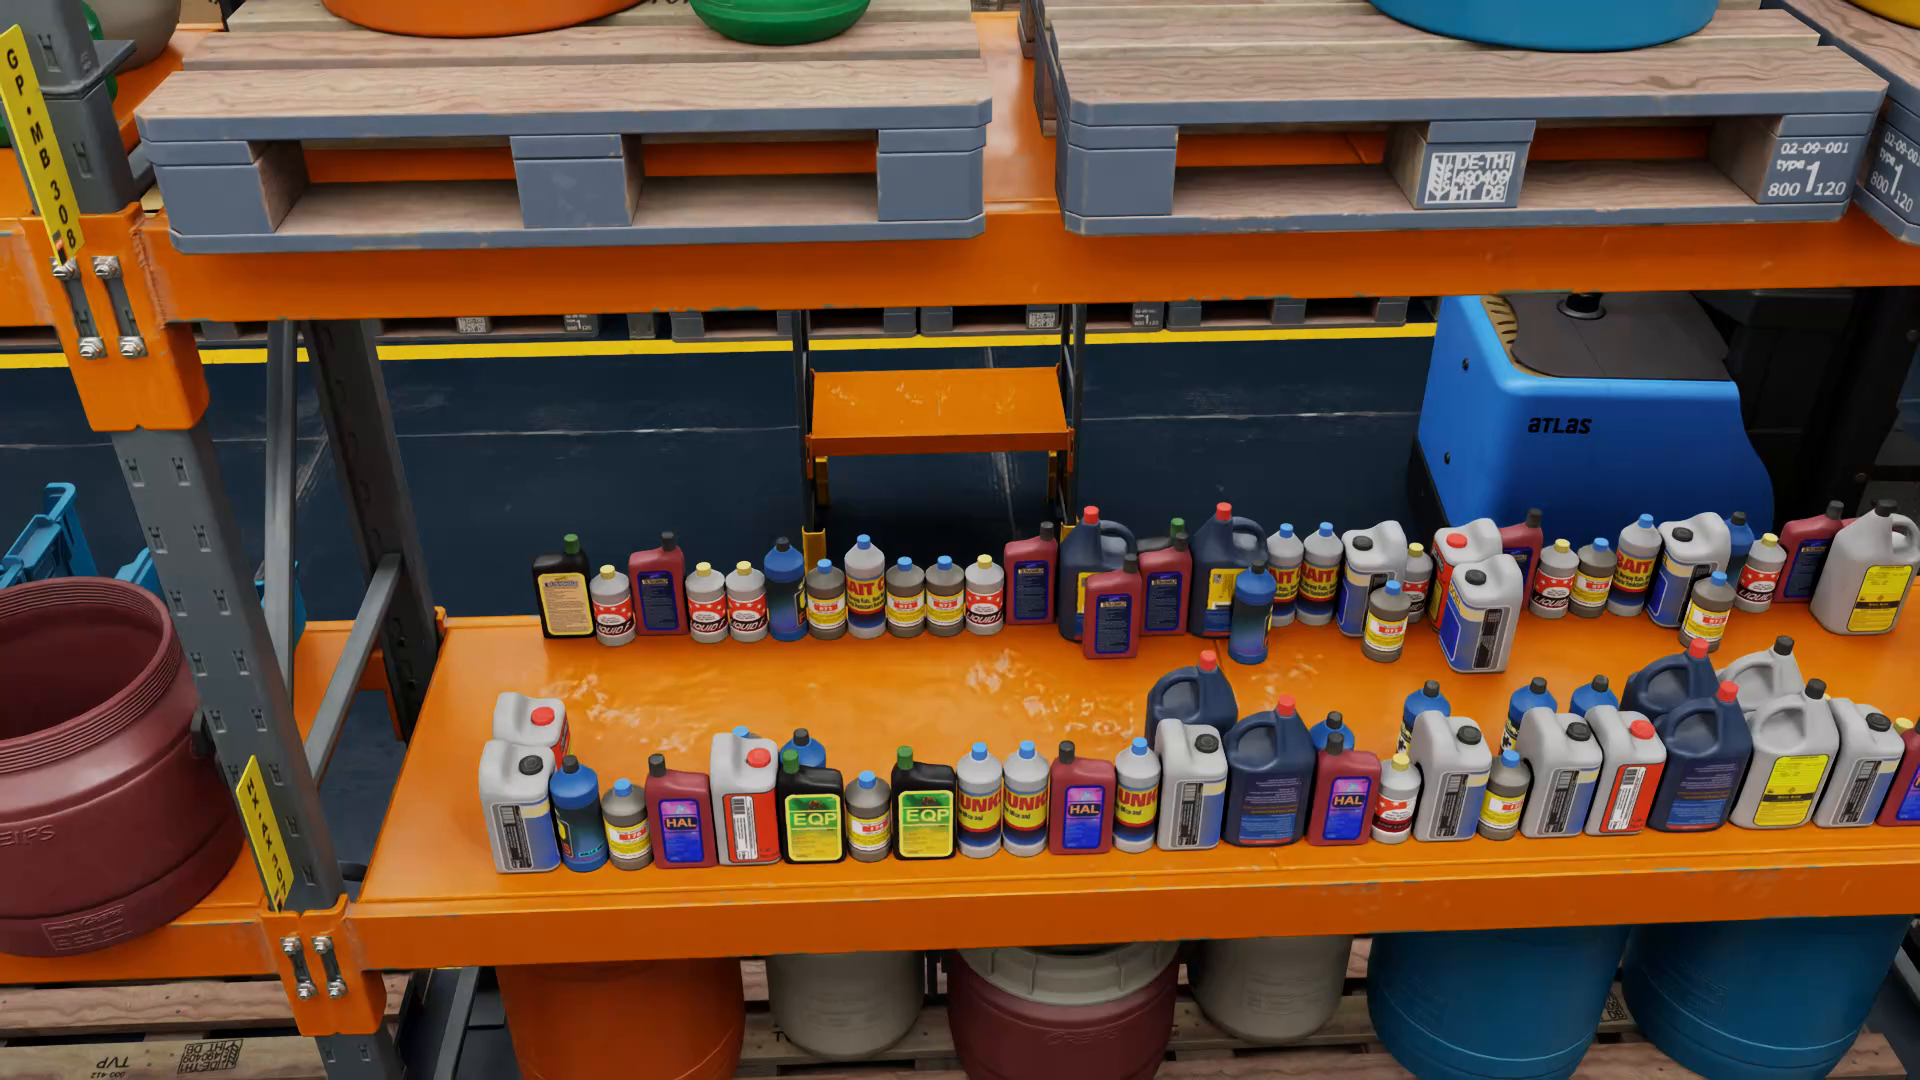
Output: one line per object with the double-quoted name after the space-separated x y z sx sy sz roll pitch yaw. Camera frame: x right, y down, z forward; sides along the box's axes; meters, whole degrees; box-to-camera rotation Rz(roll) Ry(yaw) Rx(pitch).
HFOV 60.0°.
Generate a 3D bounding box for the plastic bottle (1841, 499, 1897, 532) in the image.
2.258 0.025 4.181 0.133 0.283 0.061 -2 35 -2 "plastic bottle"

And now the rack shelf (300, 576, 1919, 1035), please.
0.647 0.559 3.939 4.000 0.370 1.077 -2 35 -2 "rack shelf"

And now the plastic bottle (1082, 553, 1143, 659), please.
0.366 0.158 3.989 0.133 0.283 0.061 -2 35 -2 "plastic bottle"

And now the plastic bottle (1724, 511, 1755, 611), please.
1.913 0.049 4.156 0.097 0.271 0.097 0 35 0 "plastic bottle"

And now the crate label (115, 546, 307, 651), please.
-1.789 0.184 3.995 0.416 0.233 0.303 -2 35 -2 "crate label"

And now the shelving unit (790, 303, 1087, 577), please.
-0.076 -0.615 6.320 1.083 1.500 0.587 -2 35 -2 "shelving unit"

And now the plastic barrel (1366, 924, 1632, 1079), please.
1.393 0.923 4.255 0.708 0.901 0.600 -2 35 -2 "plastic barrel"

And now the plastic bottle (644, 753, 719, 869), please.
-0.573 0.554 3.416 0.133 0.283 0.061 -2 35 -2 "plastic bottle"

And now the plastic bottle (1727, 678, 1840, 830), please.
1.742 0.440 3.521 0.185 0.351 0.144 -2 35 -2 "plastic bottle"

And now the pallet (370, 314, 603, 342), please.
-2.406 -1.352 8.518 1.213 0.211 1.003 -2 35 -2 "pallet"

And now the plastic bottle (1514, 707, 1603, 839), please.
1.263 0.482 3.527 0.135 0.276 0.152 -2 35 -2 "plastic bottle"

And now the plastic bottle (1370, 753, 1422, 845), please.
0.917 0.537 3.512 0.097 0.201 0.097 0 35 0 "plastic bottle"

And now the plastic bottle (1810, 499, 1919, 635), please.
2.237 0.056 4.077 0.185 0.351 0.144 -2 35 -2 "plastic bottle"

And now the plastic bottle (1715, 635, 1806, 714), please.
1.735 0.358 3.640 0.185 0.351 0.144 -2 35 -2 "plastic bottle"

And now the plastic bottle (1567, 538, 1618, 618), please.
1.584 0.087 4.163 0.097 0.201 0.097 0 35 0 "plastic bottle"

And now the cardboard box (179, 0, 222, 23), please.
-3.257 -2.485 7.618 0.500 0.500 0.500 -3 35 -5 "cardboard box"

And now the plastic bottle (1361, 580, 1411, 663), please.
1.032 0.188 4.016 0.097 0.201 0.097 0 35 0 "plastic bottle"

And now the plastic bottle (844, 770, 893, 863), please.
-0.191 0.567 3.469 0.097 0.201 0.097 0 35 0 "plastic bottle"

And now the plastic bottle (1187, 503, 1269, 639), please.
0.653 0.064 4.065 0.185 0.351 0.144 -2 35 -2 "plastic bottle"

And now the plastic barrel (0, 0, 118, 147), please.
-1.595 -0.817 2.795 0.294 0.245 0.294 0 35 0 "plastic barrel"

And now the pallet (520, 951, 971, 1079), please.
-0.565 1.419 4.515 1.213 0.211 1.003 -2 35 -2 "pallet"

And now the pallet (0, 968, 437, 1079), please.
-2.127 1.462 4.451 1.213 0.211 1.003 -2 35 -2 "pallet"

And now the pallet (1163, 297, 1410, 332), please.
1.603 -1.416 8.611 1.213 0.211 1.003 -2 35 -2 "pallet"

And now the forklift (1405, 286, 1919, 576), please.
3.361 -1.104 5.770 3.031 2.935 1.130 1 35 2 "forklift"

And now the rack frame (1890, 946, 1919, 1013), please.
2.645 0.209 3.812 0.127 3.000 1.000 -2 35 -2 "rack frame"

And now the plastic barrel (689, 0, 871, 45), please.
-0.282 -0.923 2.580 0.294 0.245 0.294 0 35 0 "plastic barrel"

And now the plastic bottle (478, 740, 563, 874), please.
-0.903 0.540 3.443 0.135 0.276 0.152 -2 35 -2 "plastic bottle"

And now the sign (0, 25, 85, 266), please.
-1.318 -0.561 2.381 0.005 0.325 0.100 -2 35 -2 "sign"

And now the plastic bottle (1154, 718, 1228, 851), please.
0.482 0.503 3.497 0.135 0.276 0.152 -2 35 -2 "plastic bottle"

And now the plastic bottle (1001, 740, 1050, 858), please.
0.137 0.530 3.462 0.097 0.271 0.097 0 35 0 "plastic bottle"

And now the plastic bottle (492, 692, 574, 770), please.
-0.911 0.454 3.568 0.135 0.276 0.152 -2 35 -2 "plastic bottle"

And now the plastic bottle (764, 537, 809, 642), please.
-0.426 0.112 4.065 0.097 0.271 0.097 0 35 0 "plastic bottle"

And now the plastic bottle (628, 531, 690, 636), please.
-0.737 0.105 4.064 0.133 0.283 0.061 -2 35 -2 "plastic bottle"

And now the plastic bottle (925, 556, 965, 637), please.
-0.037 0.131 4.100 0.097 0.201 0.097 0 35 0 "plastic bottle"

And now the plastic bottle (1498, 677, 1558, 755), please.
1.239 0.413 3.630 0.097 0.271 0.097 0 35 0 "plastic bottle"

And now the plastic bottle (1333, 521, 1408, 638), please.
1.008 0.087 4.097 0.135 0.276 0.152 -2 35 -2 "plastic bottle"

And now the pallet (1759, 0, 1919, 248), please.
1.866 -0.870 2.901 1.003 0.211 1.213 -2 35 -2 "pallet"

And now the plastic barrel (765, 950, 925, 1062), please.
-0.303 1.078 4.373 0.421 0.512 0.421 0 35 0 "plastic barrel"

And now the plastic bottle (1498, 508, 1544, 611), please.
1.371 0.048 4.147 0.133 0.283 0.061 -2 35 -2 "plastic bottle"

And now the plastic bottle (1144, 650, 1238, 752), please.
0.500 0.387 3.598 0.185 0.351 0.144 -2 35 -2 "plastic bottle"

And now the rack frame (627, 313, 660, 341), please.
-1.582 -2.499 7.725 0.127 3.000 1.000 -2 35 -2 "rack frame"

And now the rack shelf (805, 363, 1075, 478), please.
-0.085 -0.467 6.422 1.000 0.185 0.538 -2 35 -2 "rack shelf"
